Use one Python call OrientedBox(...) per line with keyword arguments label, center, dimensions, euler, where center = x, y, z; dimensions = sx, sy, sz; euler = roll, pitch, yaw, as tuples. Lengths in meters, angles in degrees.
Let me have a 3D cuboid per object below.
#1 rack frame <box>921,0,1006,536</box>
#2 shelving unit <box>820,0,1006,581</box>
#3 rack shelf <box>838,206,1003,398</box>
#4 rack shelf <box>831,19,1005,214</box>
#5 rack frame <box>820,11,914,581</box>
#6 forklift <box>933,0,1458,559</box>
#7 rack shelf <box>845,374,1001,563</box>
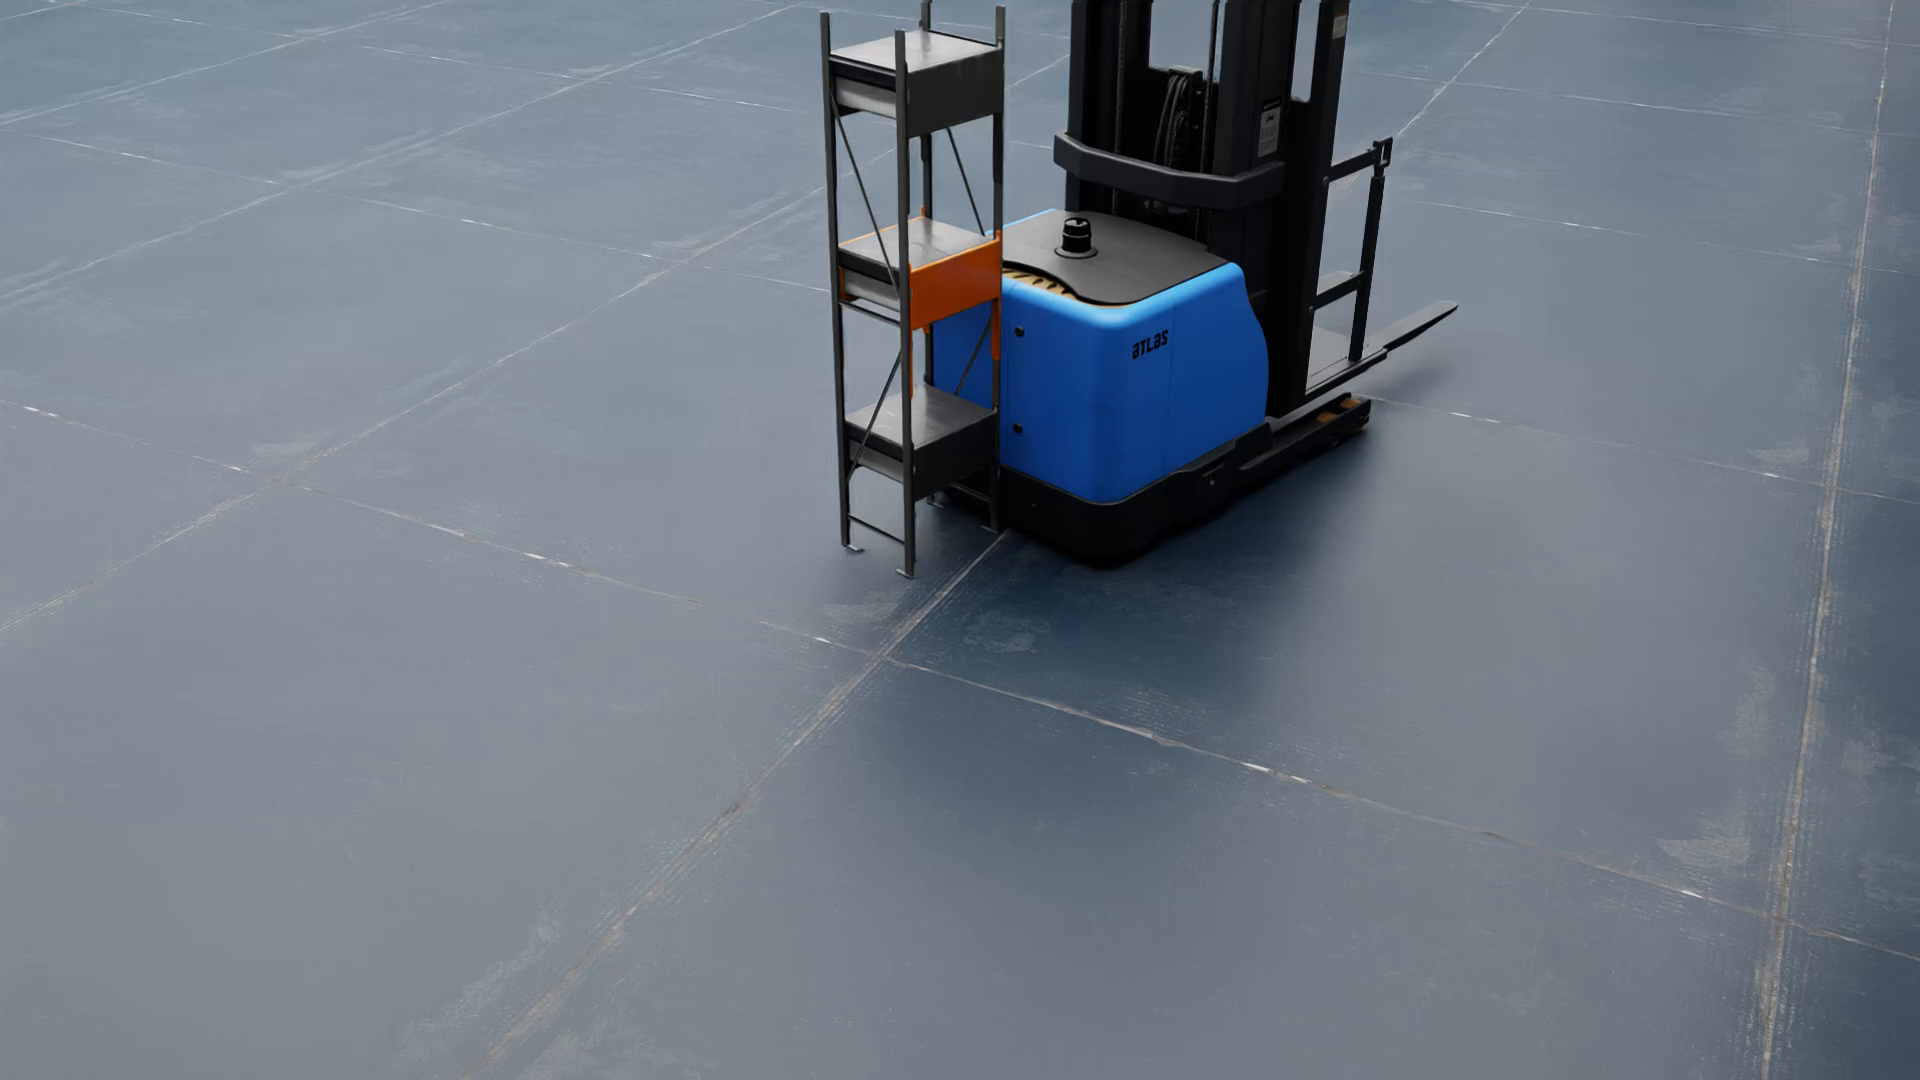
OrientedBox(label="rack frame", center=(0.009, -0.999, 6.381), dimensions=(0.400, 2.100, 0.015), euler=(25, 38, 37))
OrientedBox(label="shelving unit", center=(-0.160, -0.911, 6.228), dimensions=(0.431, 2.100, 0.503), euler=(25, 38, 37))
OrientedBox(label="rack shelf", center=(-0.160, -0.900, 6.235), dimensions=(0.431, 0.518, 0.480), euler=(25, 38, 37))
OrientedBox(label="rack shelf", center=(-0.160, -1.507, 5.887), dimensions=(0.431, 0.518, 0.480), euler=(25, 38, 37))
OrientedBox(label="rack frame", center=(-0.329, -0.824, 6.075), dimensions=(0.400, 2.100, 0.015), euler=(25, 38, 37))
OrientedBox(label="forklift", center=(1.225, -1.839, 7.009), dimensions=(1.130, 2.935, 3.031), euler=(25, 38, 37))
OrientedBox(label="rack shelf", center=(-0.160, -0.292, 6.584), dimensions=(0.431, 0.518, 0.480), euler=(25, 38, 37))
